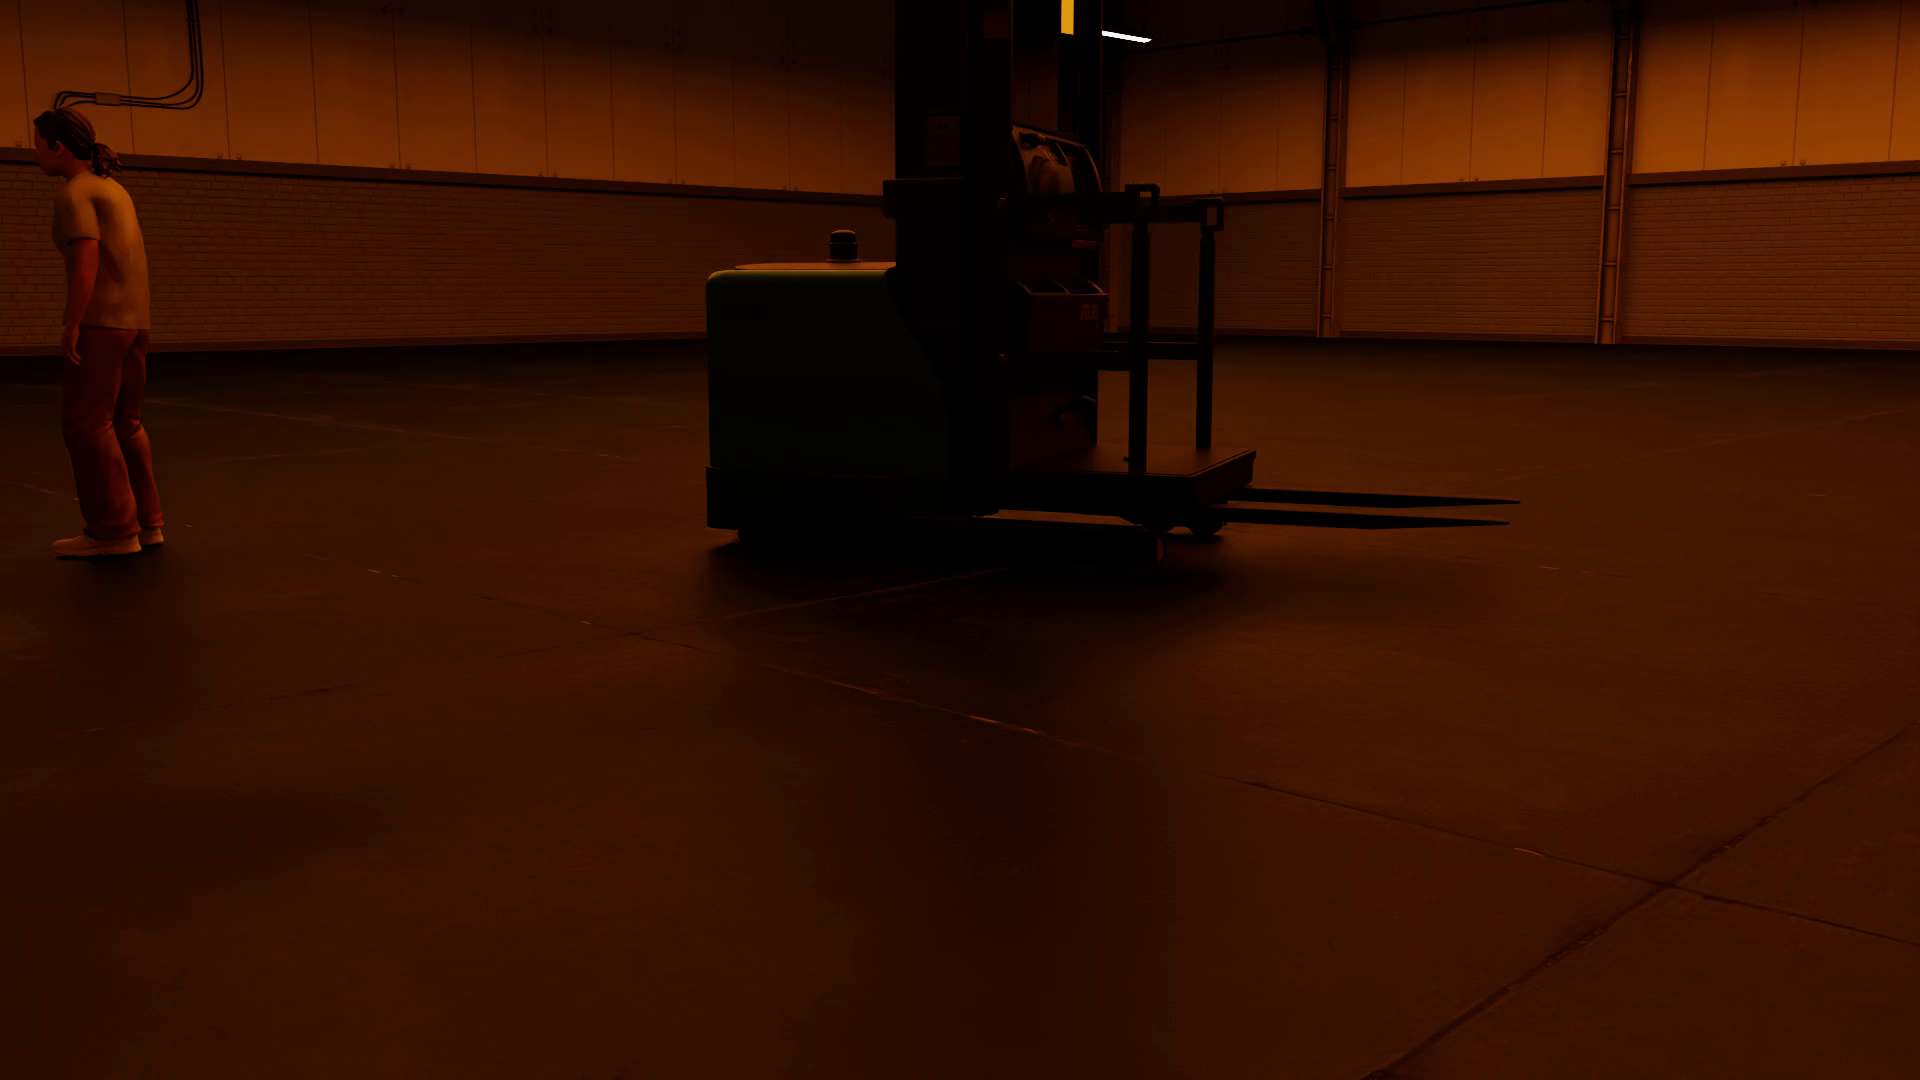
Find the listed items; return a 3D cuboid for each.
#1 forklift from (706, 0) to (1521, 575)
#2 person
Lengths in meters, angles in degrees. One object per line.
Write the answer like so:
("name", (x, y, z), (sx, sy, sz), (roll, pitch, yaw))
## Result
("forklift", (0.565, -1.416, 6.275), (3.031, 2.935, 1.130), (3, 9, 22))
("person", (-3.271, -0.784, 6.309), (0.354, 1.673, 0.511), (-1, 9, -5))
